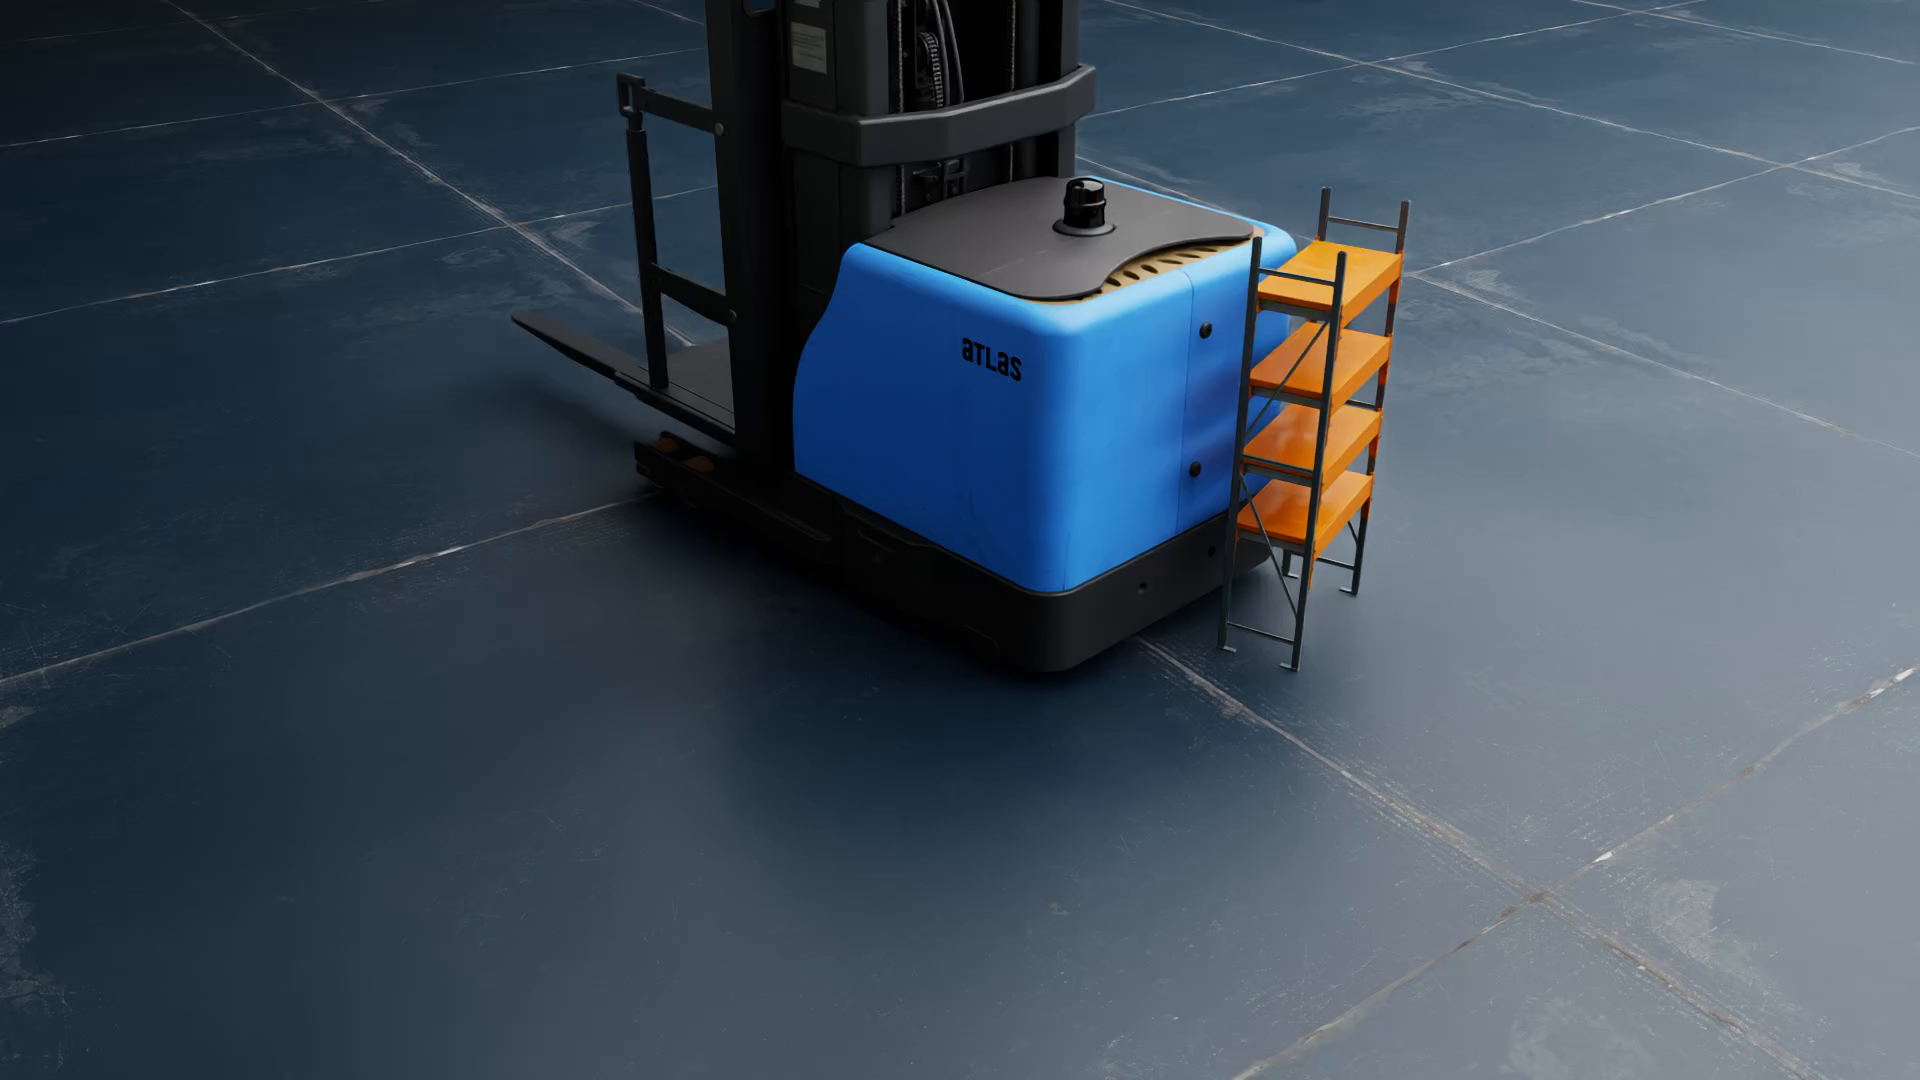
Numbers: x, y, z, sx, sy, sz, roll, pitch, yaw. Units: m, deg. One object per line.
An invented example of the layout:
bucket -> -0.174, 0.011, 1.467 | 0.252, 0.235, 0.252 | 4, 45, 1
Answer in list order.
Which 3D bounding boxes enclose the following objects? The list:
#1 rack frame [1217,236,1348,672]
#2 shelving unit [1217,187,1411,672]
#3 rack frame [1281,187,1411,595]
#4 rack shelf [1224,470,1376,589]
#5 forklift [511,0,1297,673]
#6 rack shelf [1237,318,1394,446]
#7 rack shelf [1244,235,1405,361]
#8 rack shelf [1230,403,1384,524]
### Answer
rack frame -> 0.831, -0.195, 4.352 | 0.240, 1.200, 0.015 | 16, 32, 27
shelving unit -> 0.957, -0.295, 4.536 | 0.258, 1.200, 0.503 | 16, 32, 27
rack frame -> 1.083, -0.395, 4.720 | 0.240, 1.200, 0.015 | 16, 32, 27
rack shelf -> 0.957, -0.061, 4.663 | 0.258, 0.148, 0.480 | 16, 32, 27
forklift -> -0.437, -1.544, 5.021 | 1.130, 2.935, 3.031 | -25, 37, -37
rack shelf -> 0.957, -0.432, 4.461 | 0.258, 0.148, 0.480 | 16, 32, 27
rack shelf -> 0.957, -0.640, 4.348 | 0.258, 0.148, 0.480 | 16, 32, 27
rack shelf -> 0.957, -0.236, 4.568 | 0.258, 0.148, 0.480 | 16, 32, 27
